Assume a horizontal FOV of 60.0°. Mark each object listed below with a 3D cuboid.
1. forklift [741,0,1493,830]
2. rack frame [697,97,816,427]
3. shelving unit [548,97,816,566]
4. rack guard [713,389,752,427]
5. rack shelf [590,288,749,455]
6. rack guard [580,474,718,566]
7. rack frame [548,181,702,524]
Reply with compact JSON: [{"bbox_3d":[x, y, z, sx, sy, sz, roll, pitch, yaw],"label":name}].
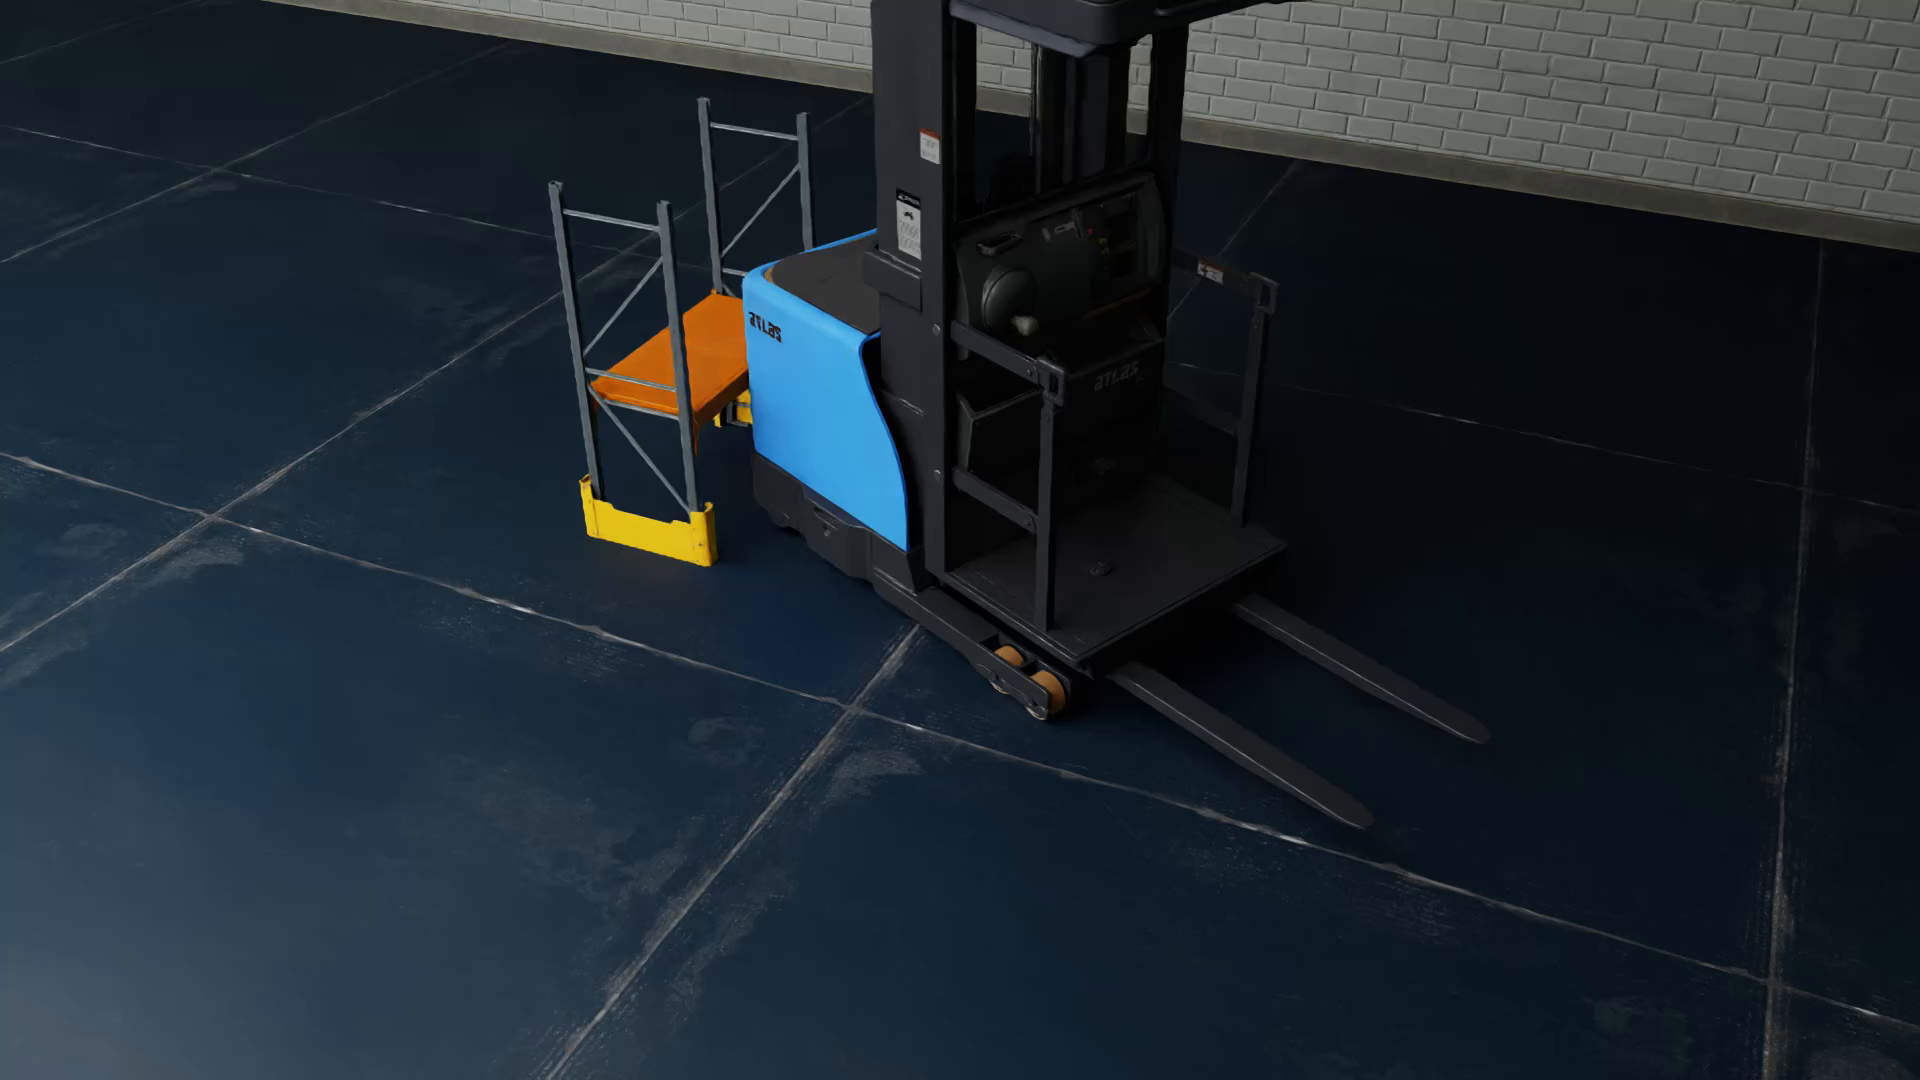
[{"bbox_3d":[0.486,-0.915,5.473,1.130,2.935,3.031,-25,41,-33],"label":"forklift"},{"bbox_3d":[-0.831,-1.113,7.080,0.500,1.500,0.032,14,36,20],"label":"rack frame"},{"bbox_3d":[-1.042,-0.854,6.684,0.587,1.500,1.083,14,36,20],"label":"shelving unit"},{"bbox_3d":[-0.839,-0.581,7.408,0.587,0.250,0.087,14,36,20],"label":"rack guard"},{"bbox_3d":[-1.038,-0.708,6.790,0.538,0.185,1.000,14,36,20],"label":"rack shelf"},{"bbox_3d":[-1.244,-0.082,6.647,0.587,0.250,0.087,14,36,20],"label":"rack guard"},{"bbox_3d":[-1.245,-0.604,6.303,0.500,1.500,0.032,14,36,20],"label":"rack frame"}]
